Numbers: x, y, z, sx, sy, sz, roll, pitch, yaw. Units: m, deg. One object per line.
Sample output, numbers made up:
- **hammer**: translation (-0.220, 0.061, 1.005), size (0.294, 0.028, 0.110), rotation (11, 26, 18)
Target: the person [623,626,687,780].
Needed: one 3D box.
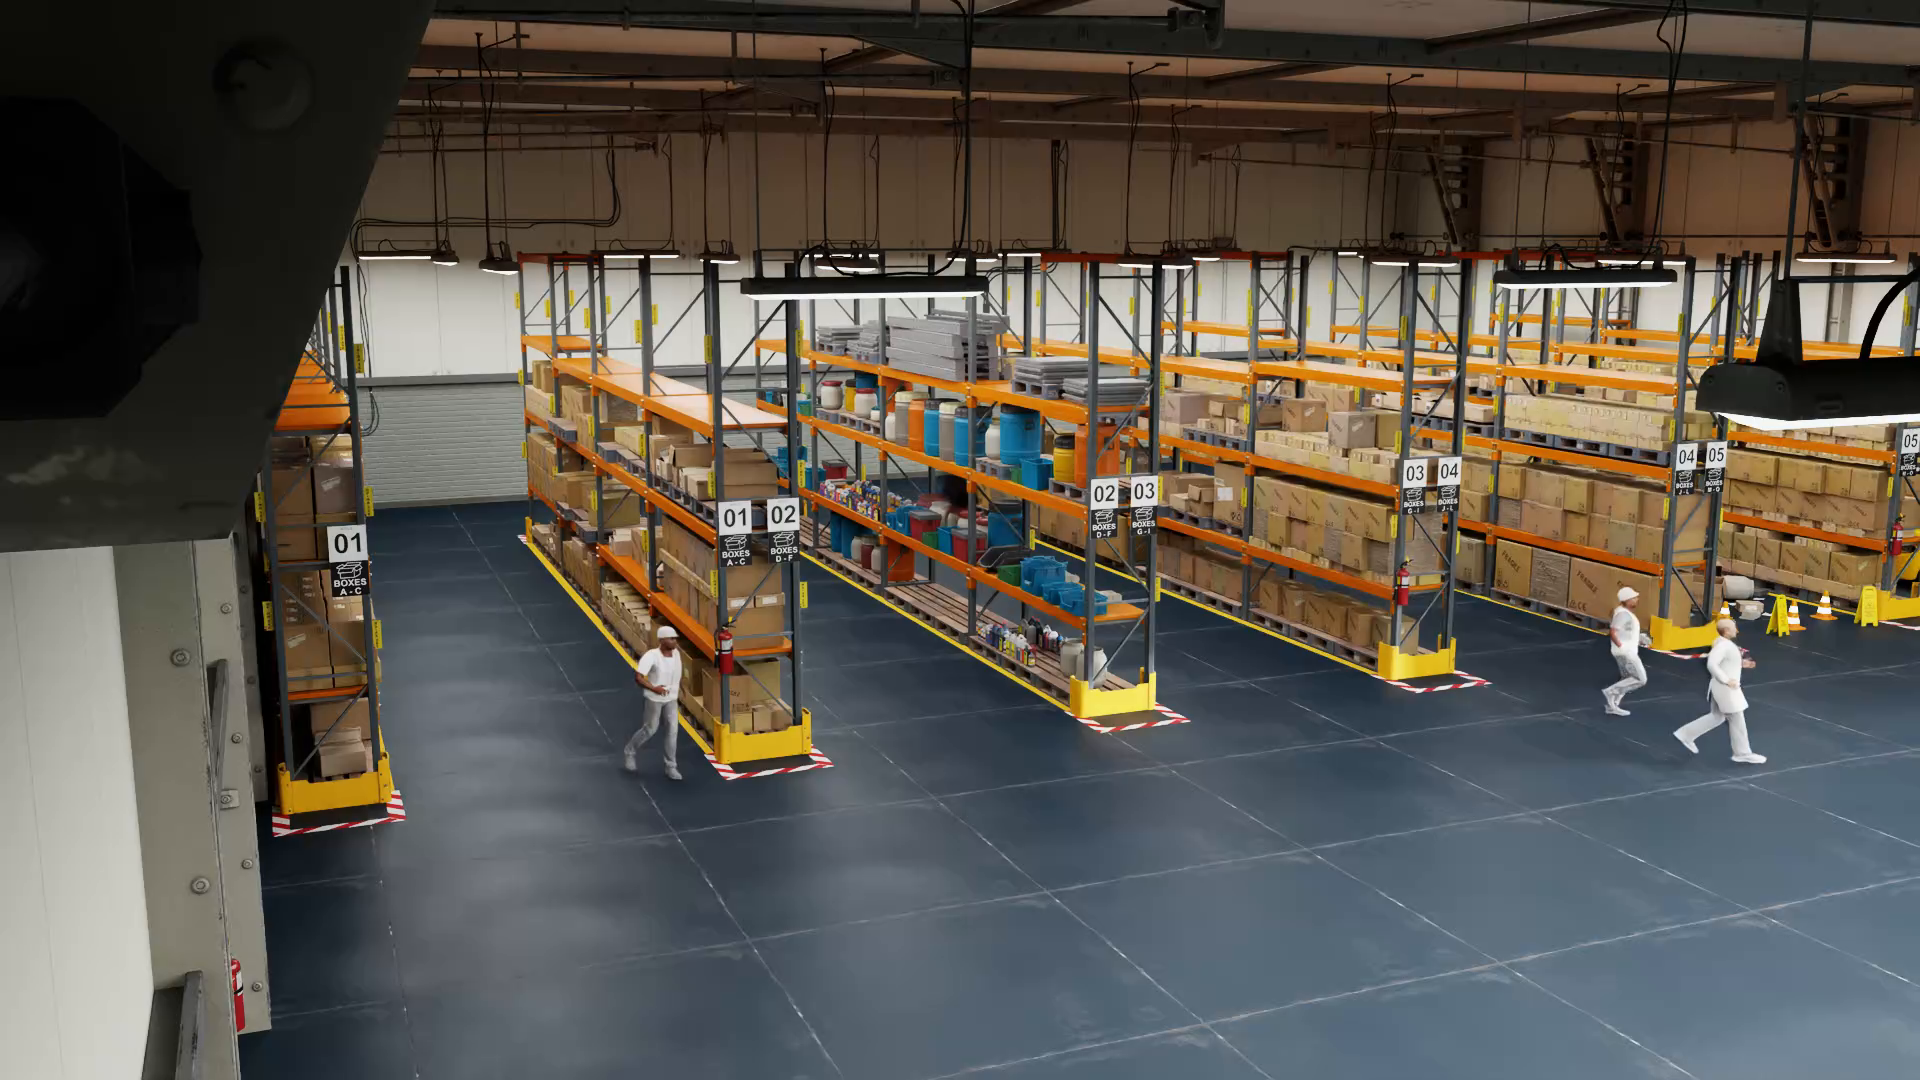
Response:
- **person**: translation (-3.516, 1.891, 19.770), size (0.901, 1.757, 0.765), rotation (9, 13, 39)

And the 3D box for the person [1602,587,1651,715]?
- **person**: translation (8.872, 1.487, 22.097), size (0.576, 1.736, 0.666), rotation (3, 11, 18)

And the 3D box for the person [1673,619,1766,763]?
- **person**: translation (9.214, 1.804, 20.042), size (1.048, 1.748, 0.716), rotation (2, 11, 13)
